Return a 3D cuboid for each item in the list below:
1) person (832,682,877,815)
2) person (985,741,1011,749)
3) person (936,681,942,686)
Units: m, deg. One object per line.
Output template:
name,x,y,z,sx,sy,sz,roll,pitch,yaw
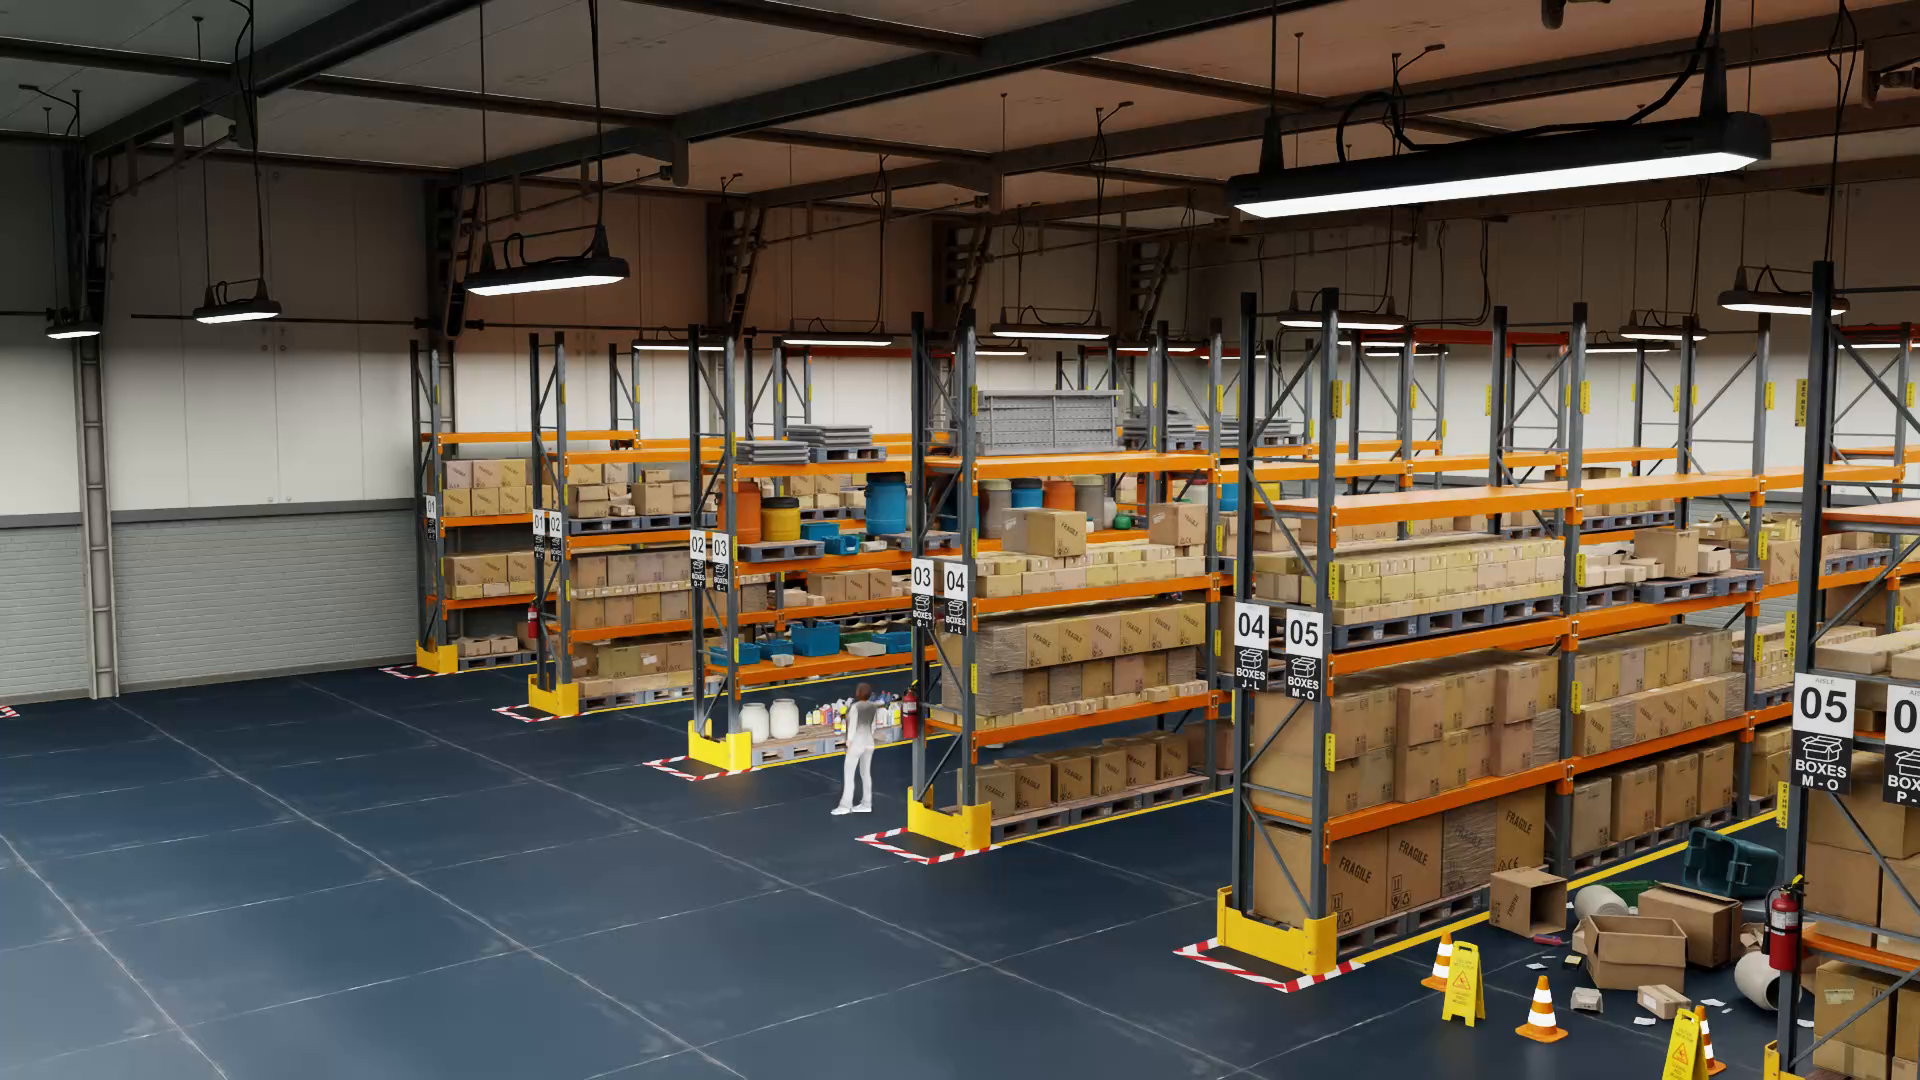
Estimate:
person,-1.259,2.513,20.110,0.518,1.611,0.370,-5,7,-43
person,0.619,2.114,23.738,0.453,1.698,0.494,2,6,20
person,-0.014,1.628,28.690,0.634,1.734,0.960,4,7,39
